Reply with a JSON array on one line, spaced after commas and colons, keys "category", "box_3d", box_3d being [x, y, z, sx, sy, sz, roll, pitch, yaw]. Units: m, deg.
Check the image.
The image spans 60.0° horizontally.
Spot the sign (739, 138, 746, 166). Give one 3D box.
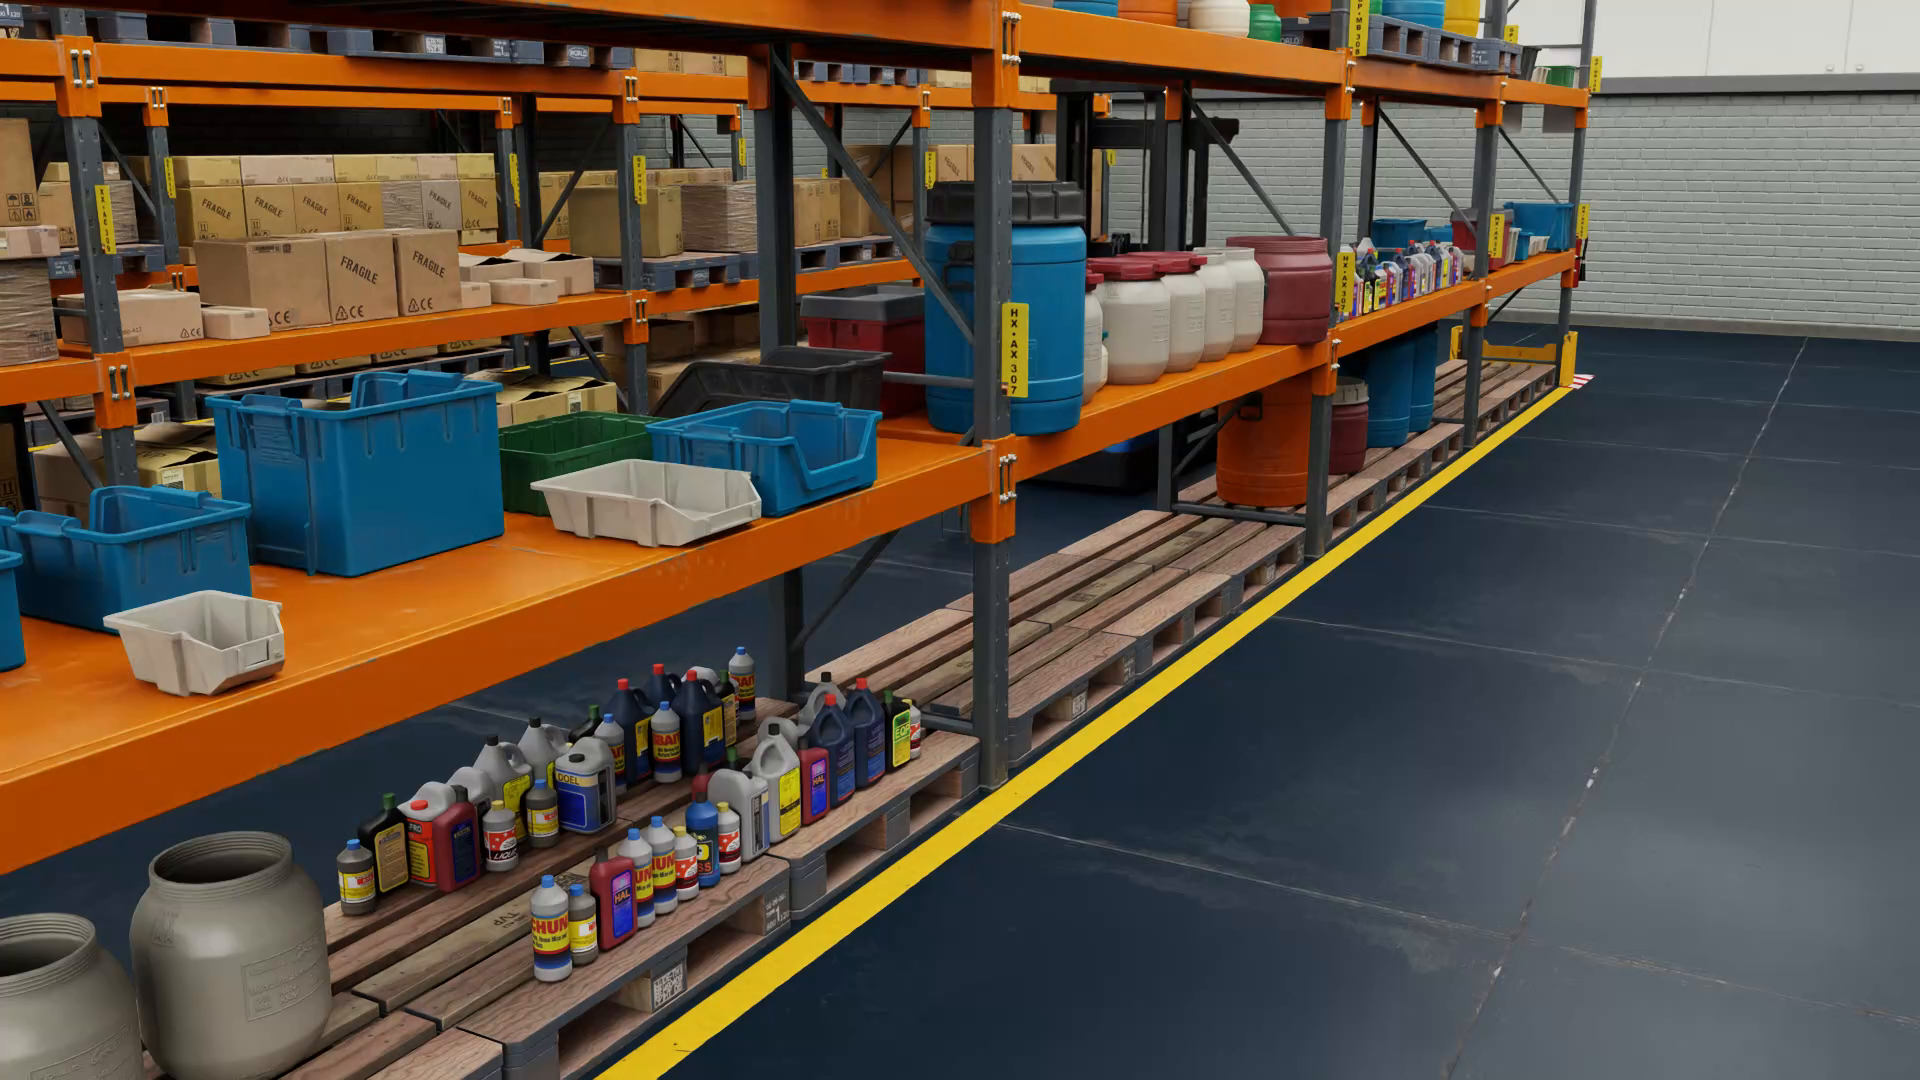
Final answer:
[{"category": "sign", "box_3d": [-2.688, -4.789, 20.520, 0.100, 0.325, 0.005, 7, 15, 28]}]

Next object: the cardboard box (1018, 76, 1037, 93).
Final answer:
[{"category": "cardboard box", "box_3d": [0.427, -4.558, 16.461, 0.500, 0.250, 0.500, 7, 15, 28]}]

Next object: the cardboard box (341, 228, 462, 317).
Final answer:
[{"category": "cardboard box", "box_3d": [-3.483, -1.676, 10.370, 0.500, 0.500, 0.500, 6, 15, 25]}]

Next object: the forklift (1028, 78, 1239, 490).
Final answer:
[{"category": "forklift", "box_3d": [1.376, -2.066, 12.351, 1.130, 2.935, 3.031, 7, 15, 27]}]

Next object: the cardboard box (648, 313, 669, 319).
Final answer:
[{"category": "cardboard box", "box_3d": [-3.892, -2.803, 19.697, 0.700, 0.500, 0.500, 7, 15, 26]}]

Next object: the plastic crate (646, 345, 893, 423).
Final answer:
[{"category": "plastic crate", "box_3d": [-0.650, -0.467, 5.704, 0.767, 0.338, 0.504, 7, 15, 28]}]

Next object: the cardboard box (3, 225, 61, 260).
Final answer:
[{"category": "cardboard box", "box_3d": [-4.563, -1.436, 7.994, 0.380, 0.149, 0.250, 7, 15, 28]}]

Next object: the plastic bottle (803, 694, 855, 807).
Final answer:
[{"category": "plastic bottle", "box_3d": [-0.437, 0.688, 5.495, 0.144, 0.351, 0.185, 7, 15, 25]}]

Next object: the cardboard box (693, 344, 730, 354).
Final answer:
[{"category": "cardboard box", "box_3d": [-2.189, -1.296, 13.406, 0.500, 0.500, 0.500, 7, 15, 26]}]

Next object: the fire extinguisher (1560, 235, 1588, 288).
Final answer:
[{"category": "fire extinguisher", "box_3d": [5.987, -2.813, 16.262, 0.296, 0.674, 0.183, 7, 15, 28]}]

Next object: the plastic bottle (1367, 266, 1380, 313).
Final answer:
[{"category": "plastic bottle", "box_3d": [2.581, -1.571, 10.399, 0.061, 0.283, 0.133, 7, 15, 28]}]

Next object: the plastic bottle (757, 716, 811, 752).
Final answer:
[{"category": "plastic bottle", "box_3d": [-0.579, 0.712, 5.552, 0.152, 0.276, 0.135, 7, 15, 28]}]

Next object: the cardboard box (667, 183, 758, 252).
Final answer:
[{"category": "cardboard box", "box_3d": [-1.871, -2.534, 13.034, 0.700, 0.500, 0.500, 11, 17, 38]}]

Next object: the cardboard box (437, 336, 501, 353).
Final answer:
[{"category": "cardboard box", "box_3d": [-5.291, -2.365, 17.135, 0.750, 0.750, 0.750, 8, 15, 29]}]

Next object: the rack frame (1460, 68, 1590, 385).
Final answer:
[{"category": "rack frame", "box_3d": [5.516, -3.052, 16.295, 1.000, 3.000, 0.127, 7, 15, 28]}]

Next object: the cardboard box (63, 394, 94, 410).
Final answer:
[{"category": "cardboard box", "box_3d": [-7.326, -1.379, 13.747, 0.700, 0.500, 0.500, 8, 16, 29]}]

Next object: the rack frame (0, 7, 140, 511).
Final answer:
[{"category": "rack frame", "box_3d": [-4.619, -1.152, 8.414, 1.000, 3.000, 0.127, 7, 15, 28]}]

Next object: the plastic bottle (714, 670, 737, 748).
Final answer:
[{"category": "plastic bottle", "box_3d": [-0.862, 0.613, 5.947, 0.061, 0.283, 0.133, 7, 15, 28]}]

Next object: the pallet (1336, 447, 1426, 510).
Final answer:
[{"category": "pallet", "box_3d": [2.584, -0.471, 11.538, 1.003, 0.211, 1.213, 7, 15, 28]}]

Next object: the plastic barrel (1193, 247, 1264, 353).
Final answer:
[{"category": "plastic barrel", "box_3d": [1.338, -1.230, 8.498, 0.421, 0.512, 0.421, 0, 14, 0]}]

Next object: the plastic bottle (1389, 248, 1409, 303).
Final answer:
[{"category": "plastic bottle", "box_3d": [2.892, -1.756, 11.023, 0.144, 0.351, 0.185, 7, 15, 28]}]

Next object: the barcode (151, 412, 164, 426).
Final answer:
[{"category": "barcode", "box_3d": [-4.132, -0.623, 8.564, 0.001, 0.075, 0.075, 7, 15, 28]}]

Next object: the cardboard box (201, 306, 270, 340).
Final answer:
[{"category": "cardboard box", "box_3d": [-4.012, -1.189, 9.101, 0.380, 0.149, 0.250, 7, 15, 28]}]

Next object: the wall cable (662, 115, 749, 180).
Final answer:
[{"category": "wall cable", "box_3d": [-3.366, -5.039, 22.366, 0.084, 1.984, 1.851, 7, 15, 28]}]

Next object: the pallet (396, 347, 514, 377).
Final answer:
[{"category": "pallet", "box_3d": [-5.397, -1.832, 17.181, 1.003, 0.211, 1.213, 7, 15, 28]}]

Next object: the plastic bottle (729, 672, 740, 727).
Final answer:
[{"category": "plastic bottle", "box_3d": [-0.872, 0.593, 6.207, 0.097, 0.201, 0.097, 0, 14, 0]}]

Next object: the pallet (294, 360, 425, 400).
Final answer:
[{"category": "pallet", "box_3d": [-5.986, -1.581, 16.139, 1.003, 0.211, 1.213, 7, 15, 28]}]

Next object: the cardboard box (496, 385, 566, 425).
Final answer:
[{"category": "cardboard box", "box_3d": [-2.969, -0.870, 11.018, 0.500, 0.311, 0.500, 7, 15, 27]}]

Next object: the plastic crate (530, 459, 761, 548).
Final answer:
[{"category": "plastic crate", "box_3d": [-0.848, -0.100, 4.613, 0.530, 0.136, 0.437, 7, 15, 28]}]

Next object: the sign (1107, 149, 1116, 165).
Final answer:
[{"category": "sign", "box_3d": [1.658, -4.264, 18.175, 0.100, 0.325, 0.005, 7, 15, 28]}]

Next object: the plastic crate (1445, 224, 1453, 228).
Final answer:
[{"category": "plastic crate", "box_3d": [4.790, -2.852, 15.692, 0.416, 0.233, 0.300, 7, 15, 28]}]

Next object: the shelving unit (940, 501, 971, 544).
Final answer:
[{"category": "shelving unit", "box_3d": [0.026, -0.521, 9.956, 0.215, 1.050, 0.252, 7, 15, 28]}]

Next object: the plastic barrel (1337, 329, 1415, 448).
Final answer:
[{"category": "plastic barrel", "box_3d": [2.962, -1.161, 12.030, 0.600, 0.901, 0.708, 7, 15, 28]}]

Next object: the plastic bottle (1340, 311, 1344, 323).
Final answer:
[{"category": "plastic bottle", "box_3d": [2.221, -1.421, 9.804, 0.097, 0.271, 0.097, 0, 14, 0]}]

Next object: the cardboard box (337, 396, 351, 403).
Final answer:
[{"category": "cardboard box", "box_3d": [-3.691, -0.826, 10.833, 0.500, 0.311, 0.500, 7, 15, 27]}]

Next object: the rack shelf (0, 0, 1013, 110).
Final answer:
[{"category": "rack shelf", "box_3d": [-1.252, -1.289, 4.113, 1.077, 0.370, 4.000, 7, 15, 28]}]

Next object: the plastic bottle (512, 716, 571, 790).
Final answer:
[{"category": "plastic bottle", "box_3d": [-1.335, 0.728, 5.327, 0.144, 0.351, 0.185, 7, 15, 28]}]

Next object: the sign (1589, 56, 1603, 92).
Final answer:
[{"category": "sign", "box_3d": [6.005, -4.401, 15.711, 0.100, 0.325, 0.005, 7, 15, 28]}]

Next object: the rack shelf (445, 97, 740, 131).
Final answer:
[{"category": "rack shelf", "box_3d": [-4.123, -4.873, 18.981, 1.077, 0.370, 4.000, 7, 15, 28]}]

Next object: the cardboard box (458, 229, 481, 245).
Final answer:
[{"category": "cardboard box", "box_3d": [-5.107, -3.086, 16.927, 0.380, 0.149, 0.250, 8, 16, 29]}]

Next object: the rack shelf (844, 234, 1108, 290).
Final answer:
[{"category": "rack shelf", "box_3d": [0.215, -2.854, 17.008, 1.077, 0.370, 4.000, 7, 15, 28]}]

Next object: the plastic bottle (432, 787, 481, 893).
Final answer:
[{"category": "plastic bottle", "box_3d": [-1.475, 0.874, 4.866, 0.061, 0.283, 0.133, 7, 15, 28]}]

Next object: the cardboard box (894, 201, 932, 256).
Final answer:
[{"category": "cardboard box", "box_3d": [-0.267, -2.916, 15.516, 0.500, 0.500, 0.500, 8, 16, 30]}]

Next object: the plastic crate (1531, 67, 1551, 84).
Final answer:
[{"category": "plastic crate", "box_3d": [4.734, -3.930, 14.099, 0.437, 0.136, 0.530, 7, 15, 28]}]

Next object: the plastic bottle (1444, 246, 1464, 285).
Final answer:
[{"category": "plastic bottle", "box_3d": [3.675, -2.054, 12.418, 0.152, 0.276, 0.135, 7, 15, 28]}]

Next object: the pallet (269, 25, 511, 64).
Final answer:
[{"category": "pallet", "box_3d": [-3.474, -2.960, 9.916, 1.003, 0.211, 1.213, 8, 16, 31]}]

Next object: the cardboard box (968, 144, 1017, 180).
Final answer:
[{"category": "cardboard box", "box_3d": [0.220, -3.605, 16.238, 0.500, 0.500, 0.500, 7, 15, 26]}]

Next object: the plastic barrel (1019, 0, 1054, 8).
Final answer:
[{"category": "plastic barrel", "box_3d": [0.087, -2.555, 6.764, 0.600, 0.901, 0.600, 0, 14, 0]}]

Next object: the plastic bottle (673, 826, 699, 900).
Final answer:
[{"category": "plastic bottle", "box_3d": [-0.808, 0.929, 4.813, 0.097, 0.201, 0.097, 0, 14, 0]}]

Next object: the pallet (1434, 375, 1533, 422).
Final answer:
[{"category": "pallet", "box_3d": [4.492, -1.283, 14.904, 1.003, 0.211, 1.213, 7, 15, 28]}]

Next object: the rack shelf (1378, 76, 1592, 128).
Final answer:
[{"category": "rack shelf", "box_3d": [4.549, -3.751, 14.325, 1.077, 0.370, 4.000, 7, 15, 28]}]

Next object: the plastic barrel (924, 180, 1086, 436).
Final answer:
[{"category": "plastic barrel", "box_3d": [0.167, -0.879, 6.210, 0.600, 0.901, 0.708, 7, 15, 28]}]

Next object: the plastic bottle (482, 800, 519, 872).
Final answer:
[{"category": "plastic bottle", "box_3d": [-1.384, 0.883, 5.001, 0.097, 0.201, 0.097, 0, 14, 0]}]

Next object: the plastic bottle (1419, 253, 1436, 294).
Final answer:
[{"category": "plastic bottle", "box_3d": [3.254, -1.876, 11.678, 0.152, 0.276, 0.135, 7, 15, 28]}]

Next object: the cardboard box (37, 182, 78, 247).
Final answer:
[{"category": "cardboard box", "box_3d": [-7.489, -2.581, 13.186, 0.700, 0.500, 0.500, 6, 15, 23]}]

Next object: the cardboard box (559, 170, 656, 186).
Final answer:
[{"category": "cardboard box", "box_3d": [-4.113, -3.909, 19.208, 0.980, 0.700, 0.700, 7, 15, 25]}]

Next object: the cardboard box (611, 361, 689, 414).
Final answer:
[{"category": "cardboard box", "box_3d": [-2.216, -1.033, 12.312, 0.500, 0.500, 0.500, 8, 16, 30]}]

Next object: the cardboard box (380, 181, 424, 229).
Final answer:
[{"category": "cardboard box", "box_3d": [-5.581, -3.226, 16.124, 0.500, 0.500, 0.500, 7, 15, 28]}]
